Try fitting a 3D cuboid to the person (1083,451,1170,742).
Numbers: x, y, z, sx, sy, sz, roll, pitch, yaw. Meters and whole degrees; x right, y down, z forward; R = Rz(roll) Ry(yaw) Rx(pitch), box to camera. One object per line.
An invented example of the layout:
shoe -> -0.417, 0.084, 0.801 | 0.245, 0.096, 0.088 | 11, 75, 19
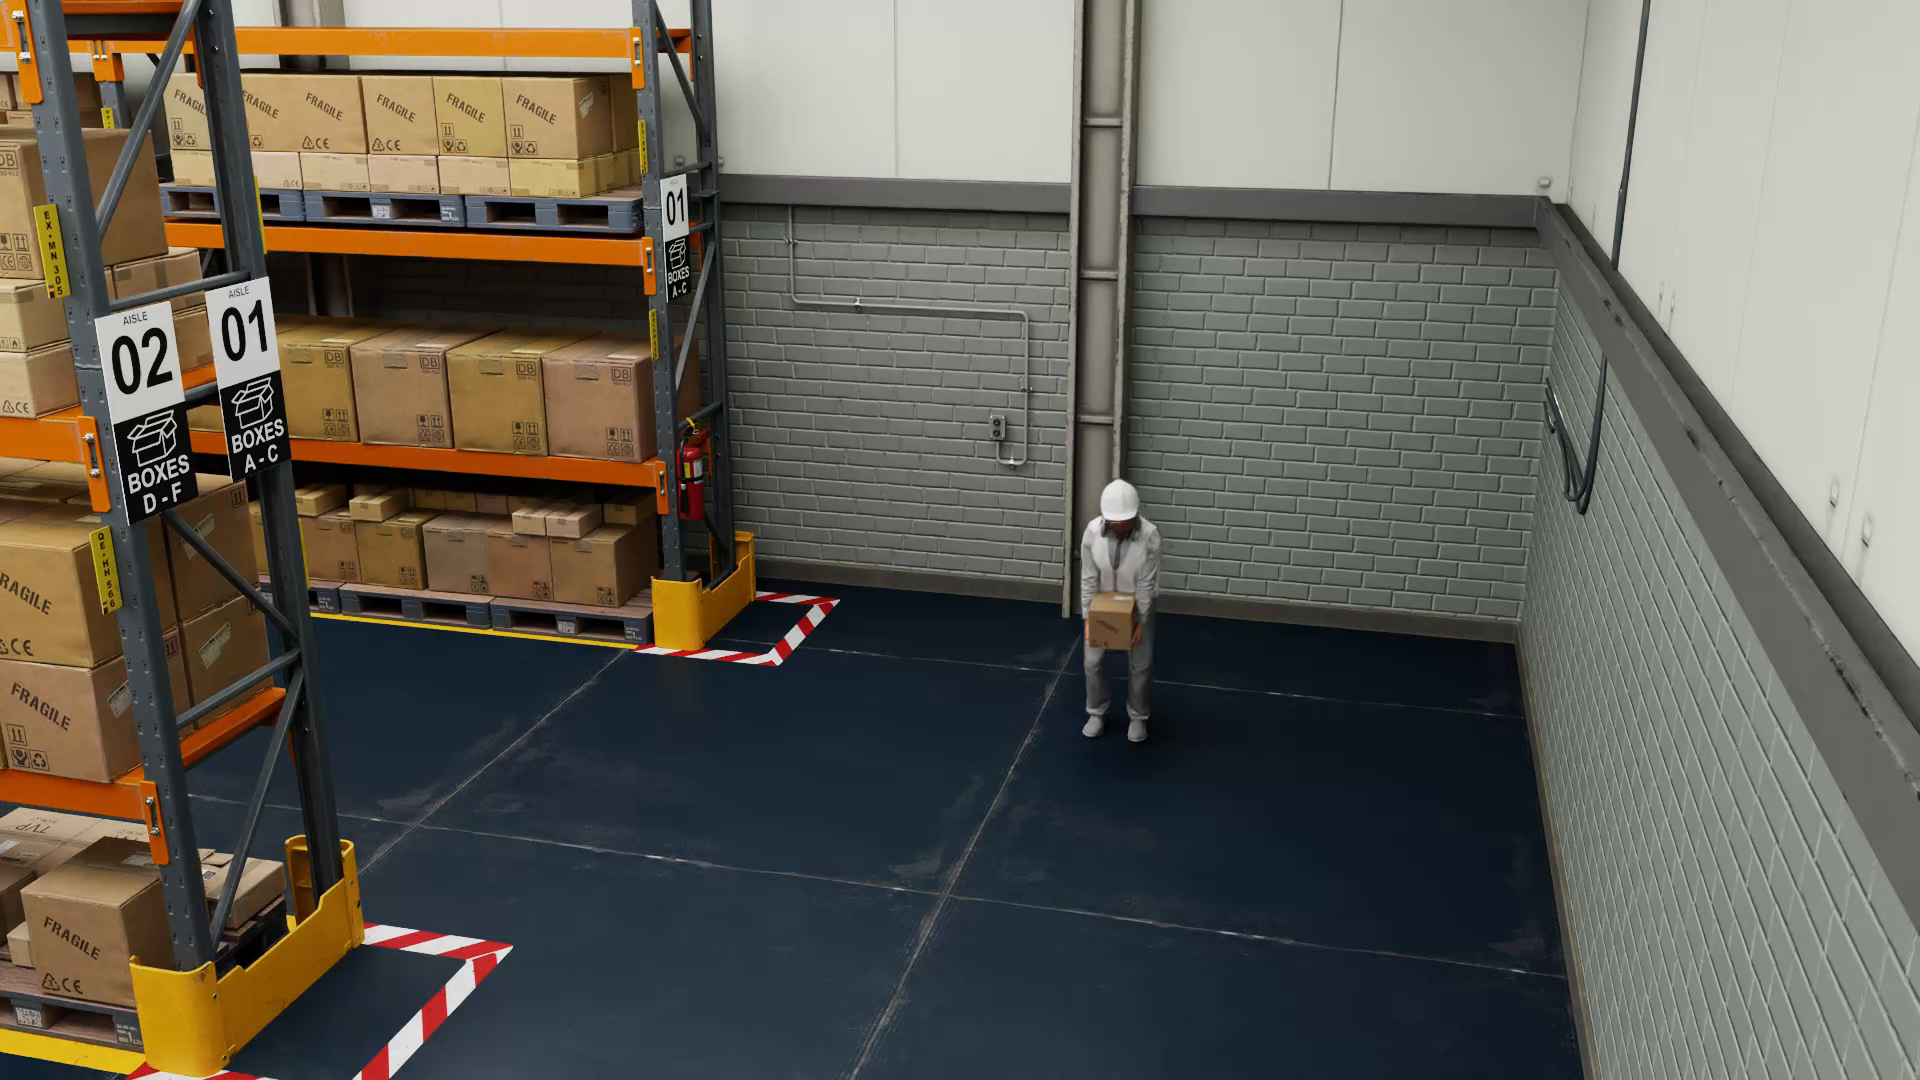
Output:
person -> 0.970, 0.362, 9.923 | 0.494, 1.762, 0.558 | 5, 19, 15
